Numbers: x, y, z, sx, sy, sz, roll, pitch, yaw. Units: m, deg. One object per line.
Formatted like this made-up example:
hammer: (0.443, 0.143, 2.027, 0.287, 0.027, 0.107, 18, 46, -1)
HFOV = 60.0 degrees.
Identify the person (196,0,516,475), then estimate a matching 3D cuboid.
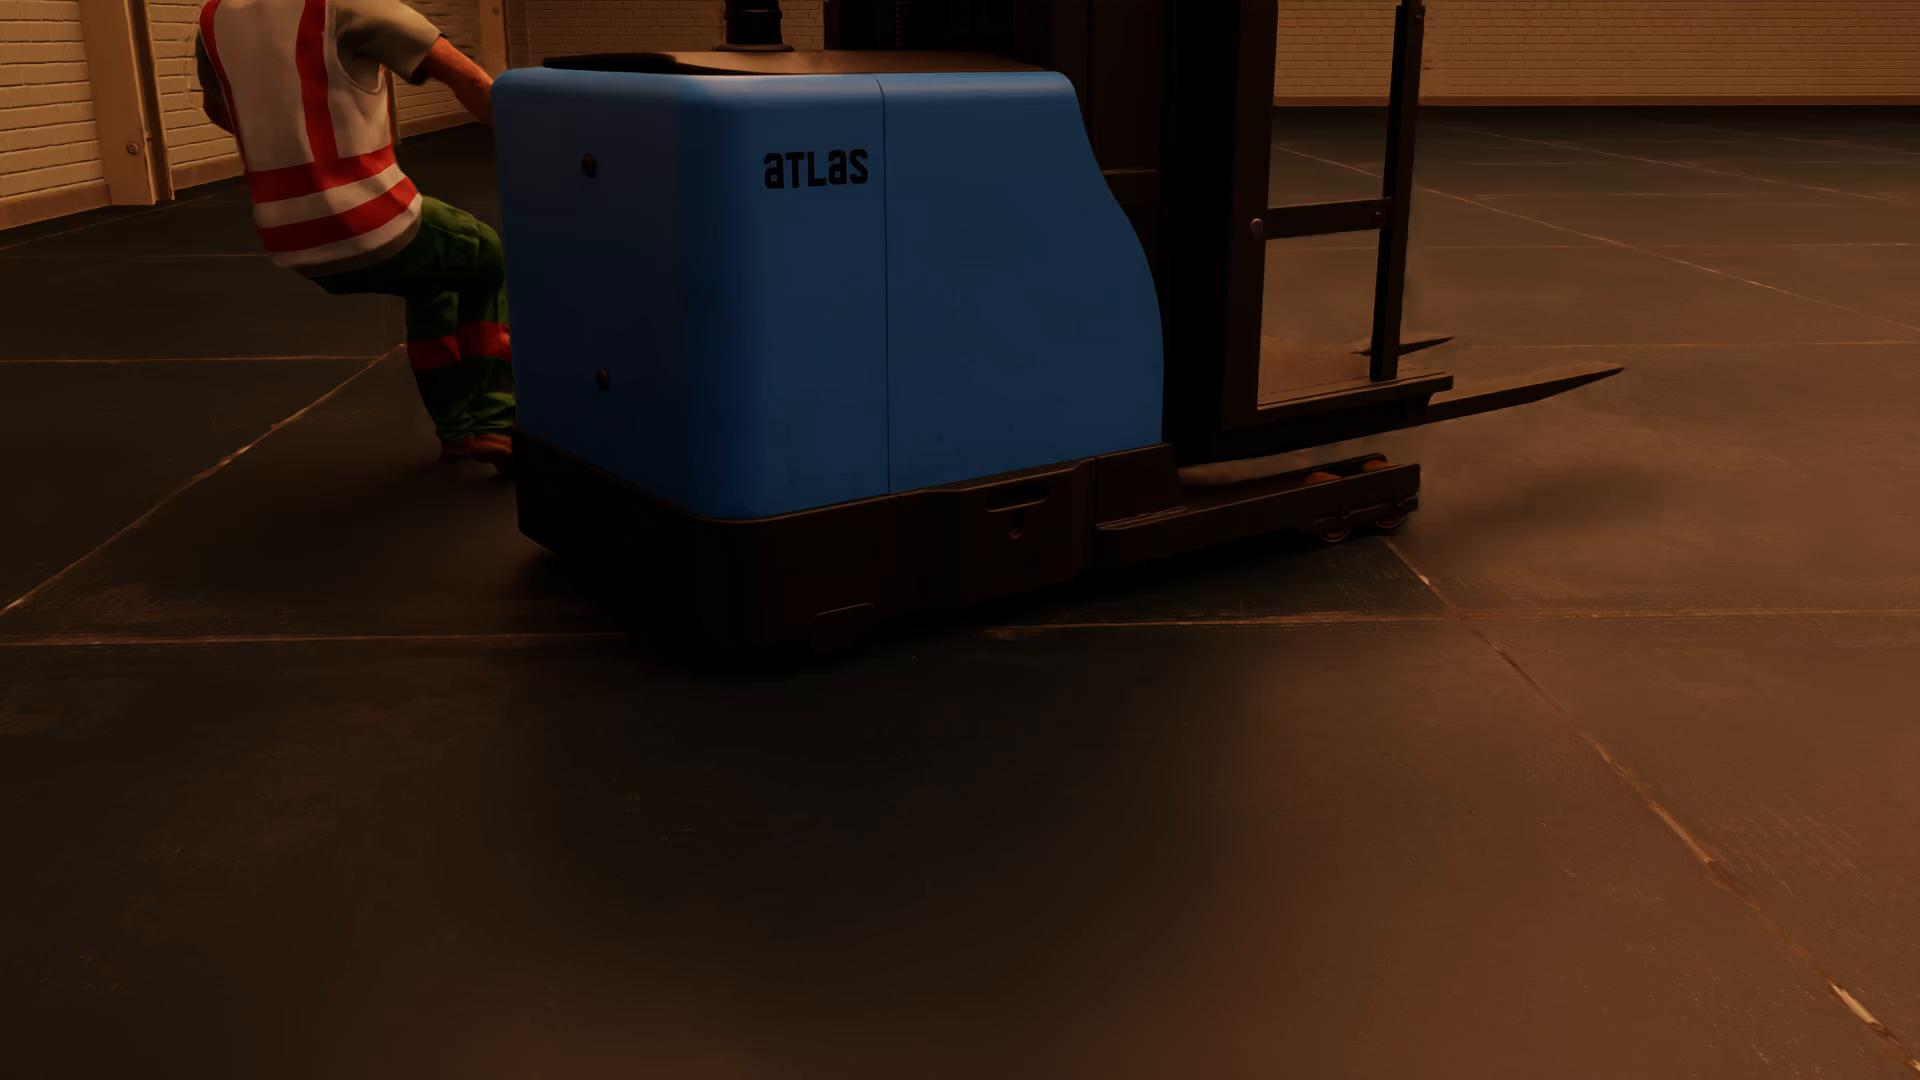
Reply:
person: (-1.445, -0.900, 4.308, 0.870, 1.555, 0.877, 4, 18, 14)

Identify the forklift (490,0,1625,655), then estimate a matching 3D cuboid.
forklift: (0.494, -1.507, 3.833, 3.031, 2.935, 1.130, -12, 21, -34)
